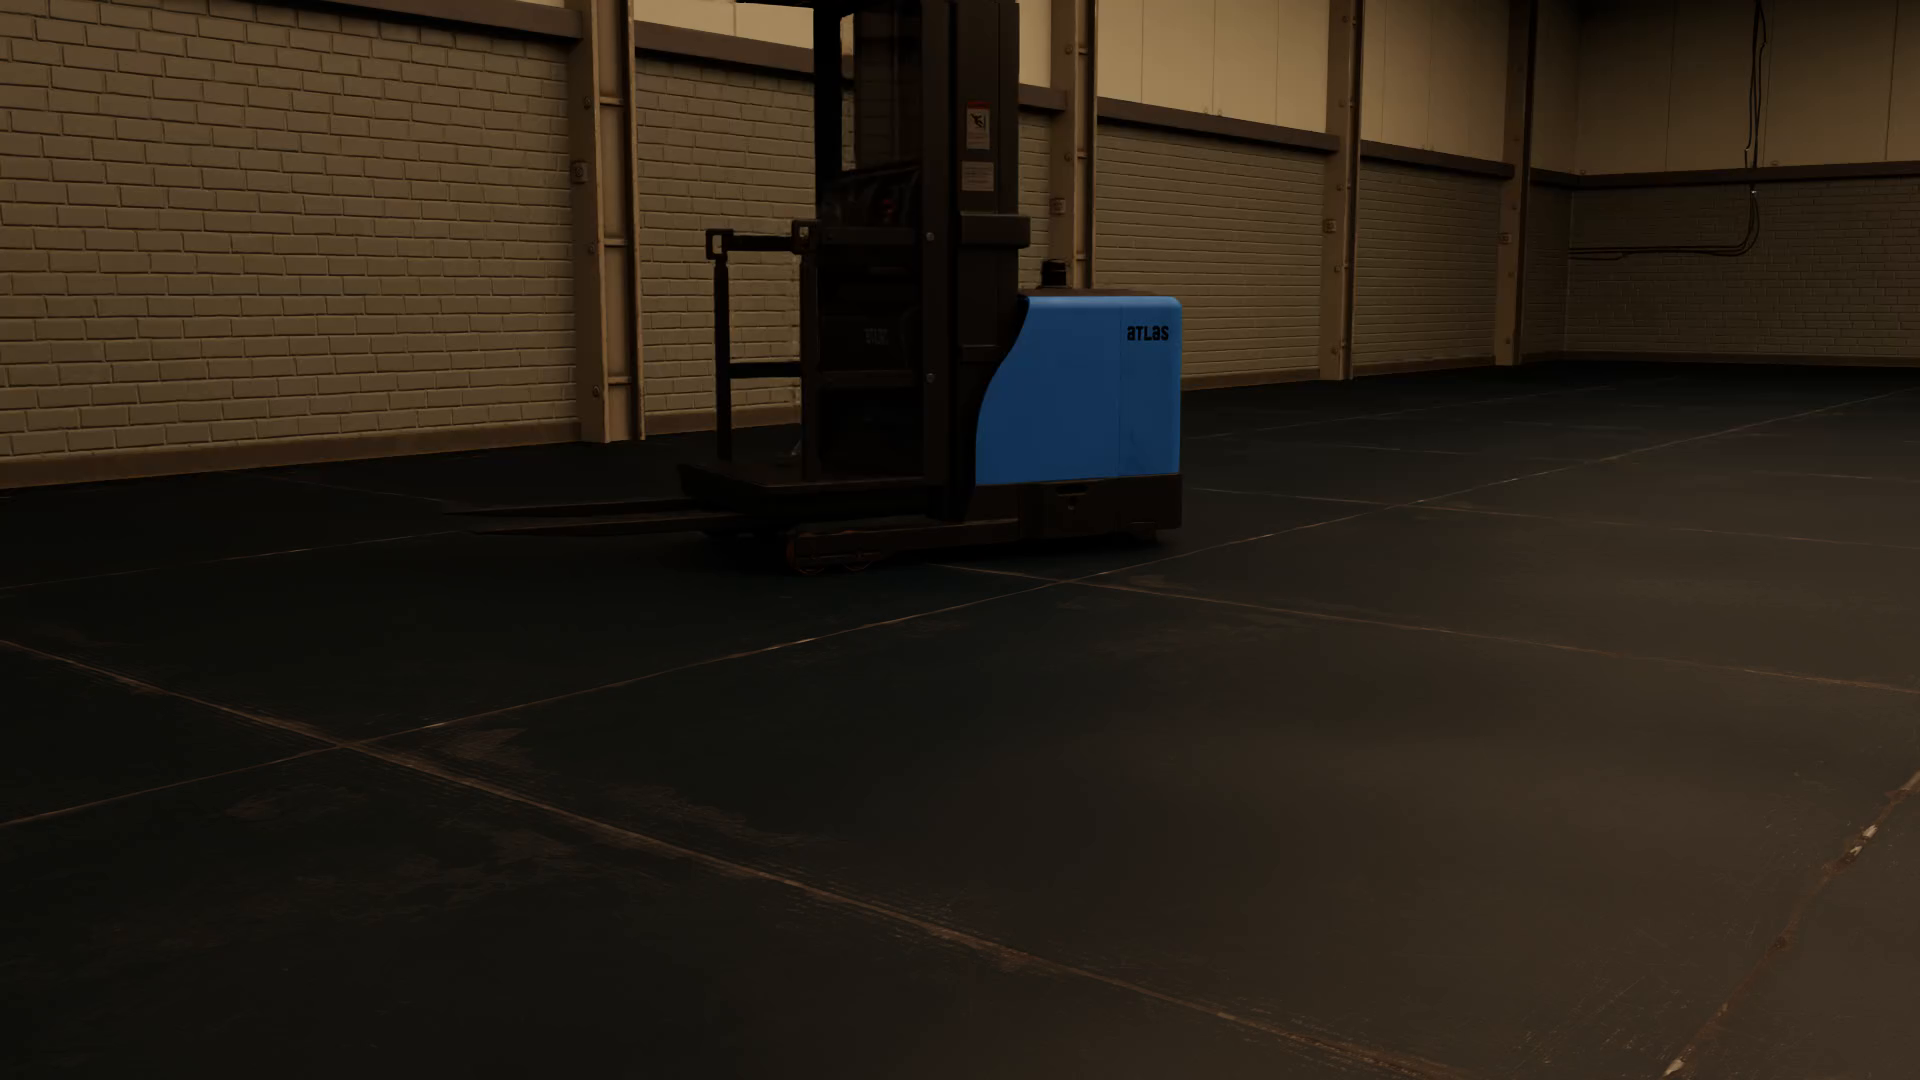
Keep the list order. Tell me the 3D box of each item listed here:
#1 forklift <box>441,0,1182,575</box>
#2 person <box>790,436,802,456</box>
[{"bbox_3d":[-0.575,-1.401,6.854,3.031,2.935,1.130,-4,9,-27],"label":"forklift"},{"bbox_3d":[-0.678,-1.022,9.610,0.785,1.461,0.624,7,11,39],"label":"person"}]
